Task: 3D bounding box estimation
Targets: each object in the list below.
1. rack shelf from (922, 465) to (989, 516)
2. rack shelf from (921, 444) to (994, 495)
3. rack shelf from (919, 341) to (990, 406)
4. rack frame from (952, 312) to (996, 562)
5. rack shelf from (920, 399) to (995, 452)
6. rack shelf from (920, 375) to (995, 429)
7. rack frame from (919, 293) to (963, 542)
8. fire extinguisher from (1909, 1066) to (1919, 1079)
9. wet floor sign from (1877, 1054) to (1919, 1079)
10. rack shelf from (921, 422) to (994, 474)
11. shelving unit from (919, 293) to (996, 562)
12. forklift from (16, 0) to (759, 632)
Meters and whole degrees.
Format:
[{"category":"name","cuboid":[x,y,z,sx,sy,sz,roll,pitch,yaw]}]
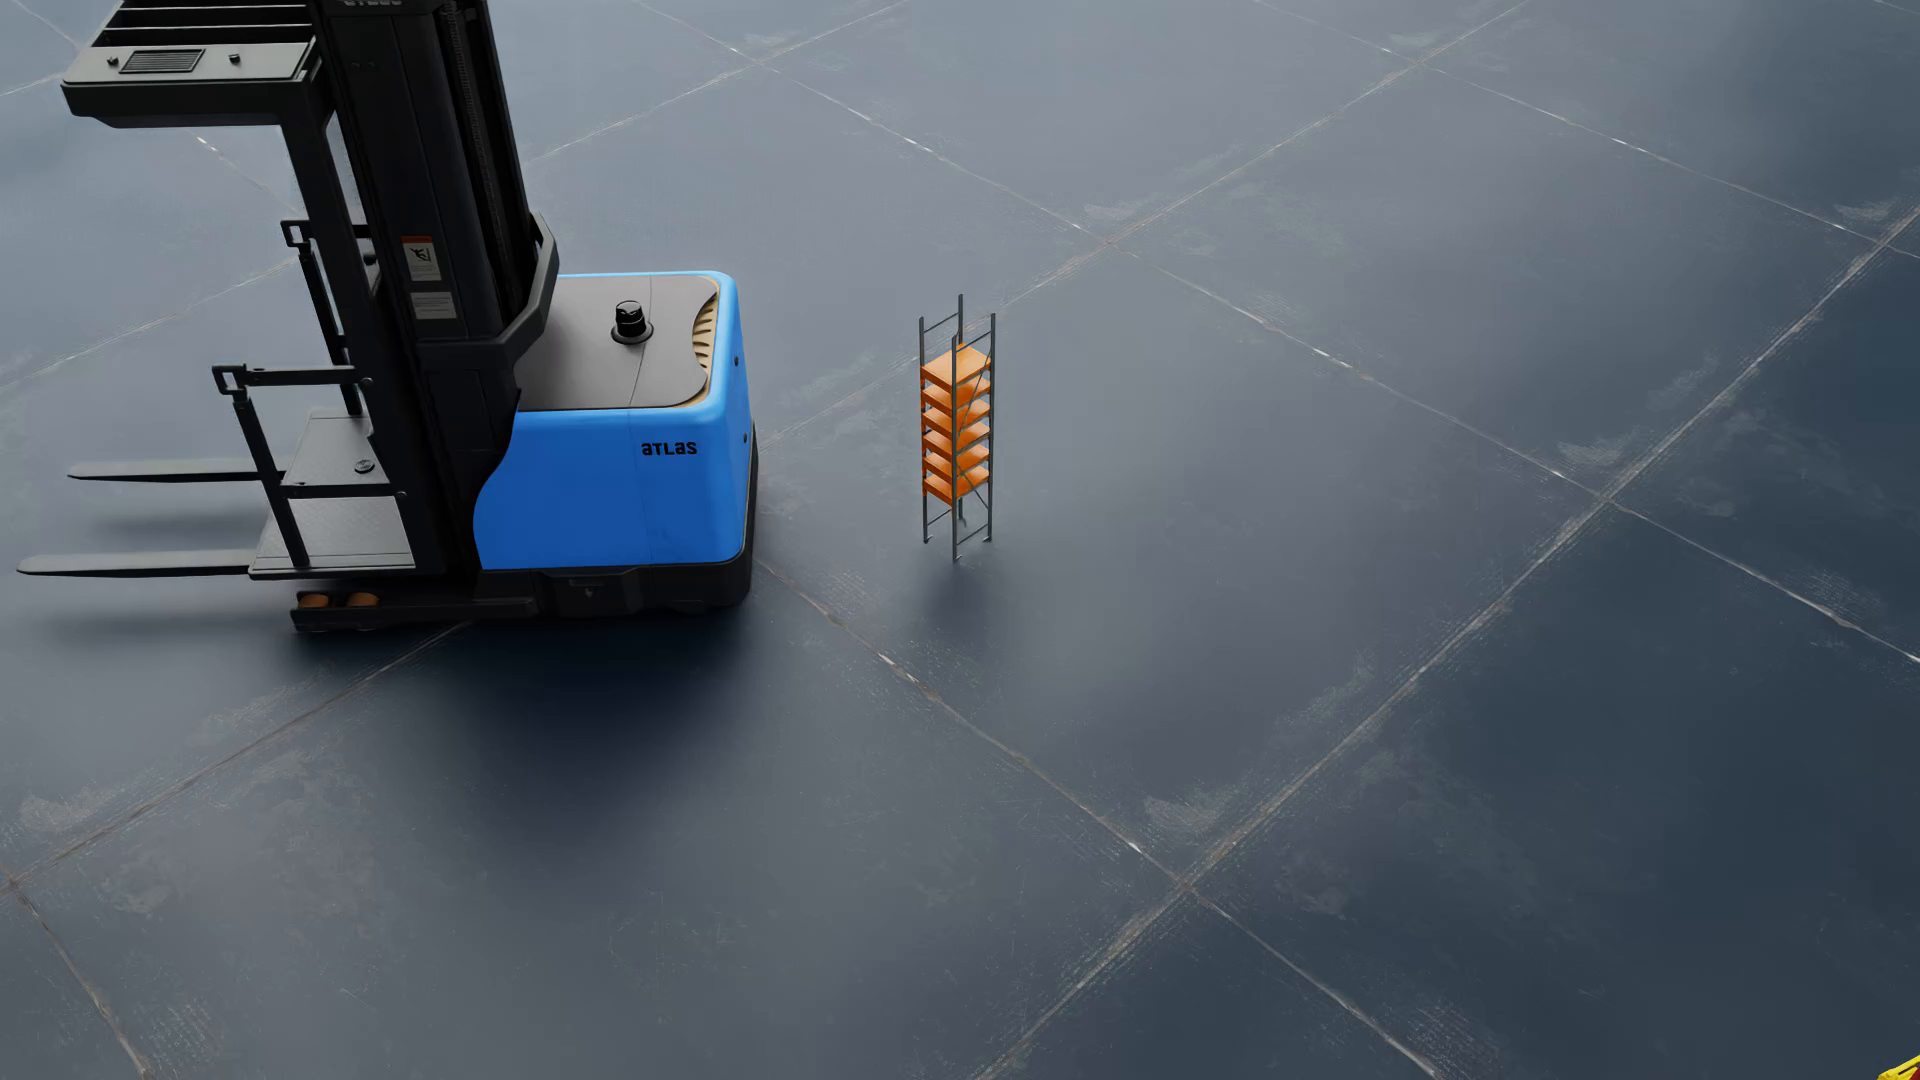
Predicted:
[{"category":"rack shelf","cuboid":[-0.010,-0.239,7.161,0.258,0.103,0.180,-34,53,-31]},{"category":"rack shelf","cuboid":[-0.010,-0.327,7.079,0.258,0.103,0.180,-34,53,-31]},{"category":"rack shelf","cuboid":[-0.010,-0.679,6.754,0.258,0.103,0.180,-34,53,-31]},{"category":"rack frame","cuboid":[0.054,-0.404,6.920,0.240,1.200,0.006,-34,53,-31]},{"category":"rack shelf","cuboid":[-0.010,-0.503,6.916,0.258,0.103,0.180,-34,53,-31]},{"category":"rack shelf","cuboid":[-0.010,-0.591,6.835,0.258,0.103,0.180,-34,53,-31]},{"category":"rack frame","cuboid":[-0.075,-0.492,7.015,0.240,1.200,0.006,-34,53,-31]},{"category":"fire extinguisher","cuboid":[2.373,1.225,3.888,0.296,0.674,0.183,-34,53,-31]},{"category":"wet floor sign","cuboid":[2.751,1.733,5.016,0.267,0.644,0.232,-18,46,-18]},{"category":"rack shelf","cuboid":[-0.010,-0.415,6.998,0.258,0.103,0.180,-34,53,-31]},{"category":"shelving unit","cuboid":[-0.010,-0.448,6.968,0.258,1.200,0.189,-34,53,-31]},{"category":"forklift","cuboid":[-2.422,-1.059,6.354,3.031,2.935,1.130,-2,43,-2]}]
